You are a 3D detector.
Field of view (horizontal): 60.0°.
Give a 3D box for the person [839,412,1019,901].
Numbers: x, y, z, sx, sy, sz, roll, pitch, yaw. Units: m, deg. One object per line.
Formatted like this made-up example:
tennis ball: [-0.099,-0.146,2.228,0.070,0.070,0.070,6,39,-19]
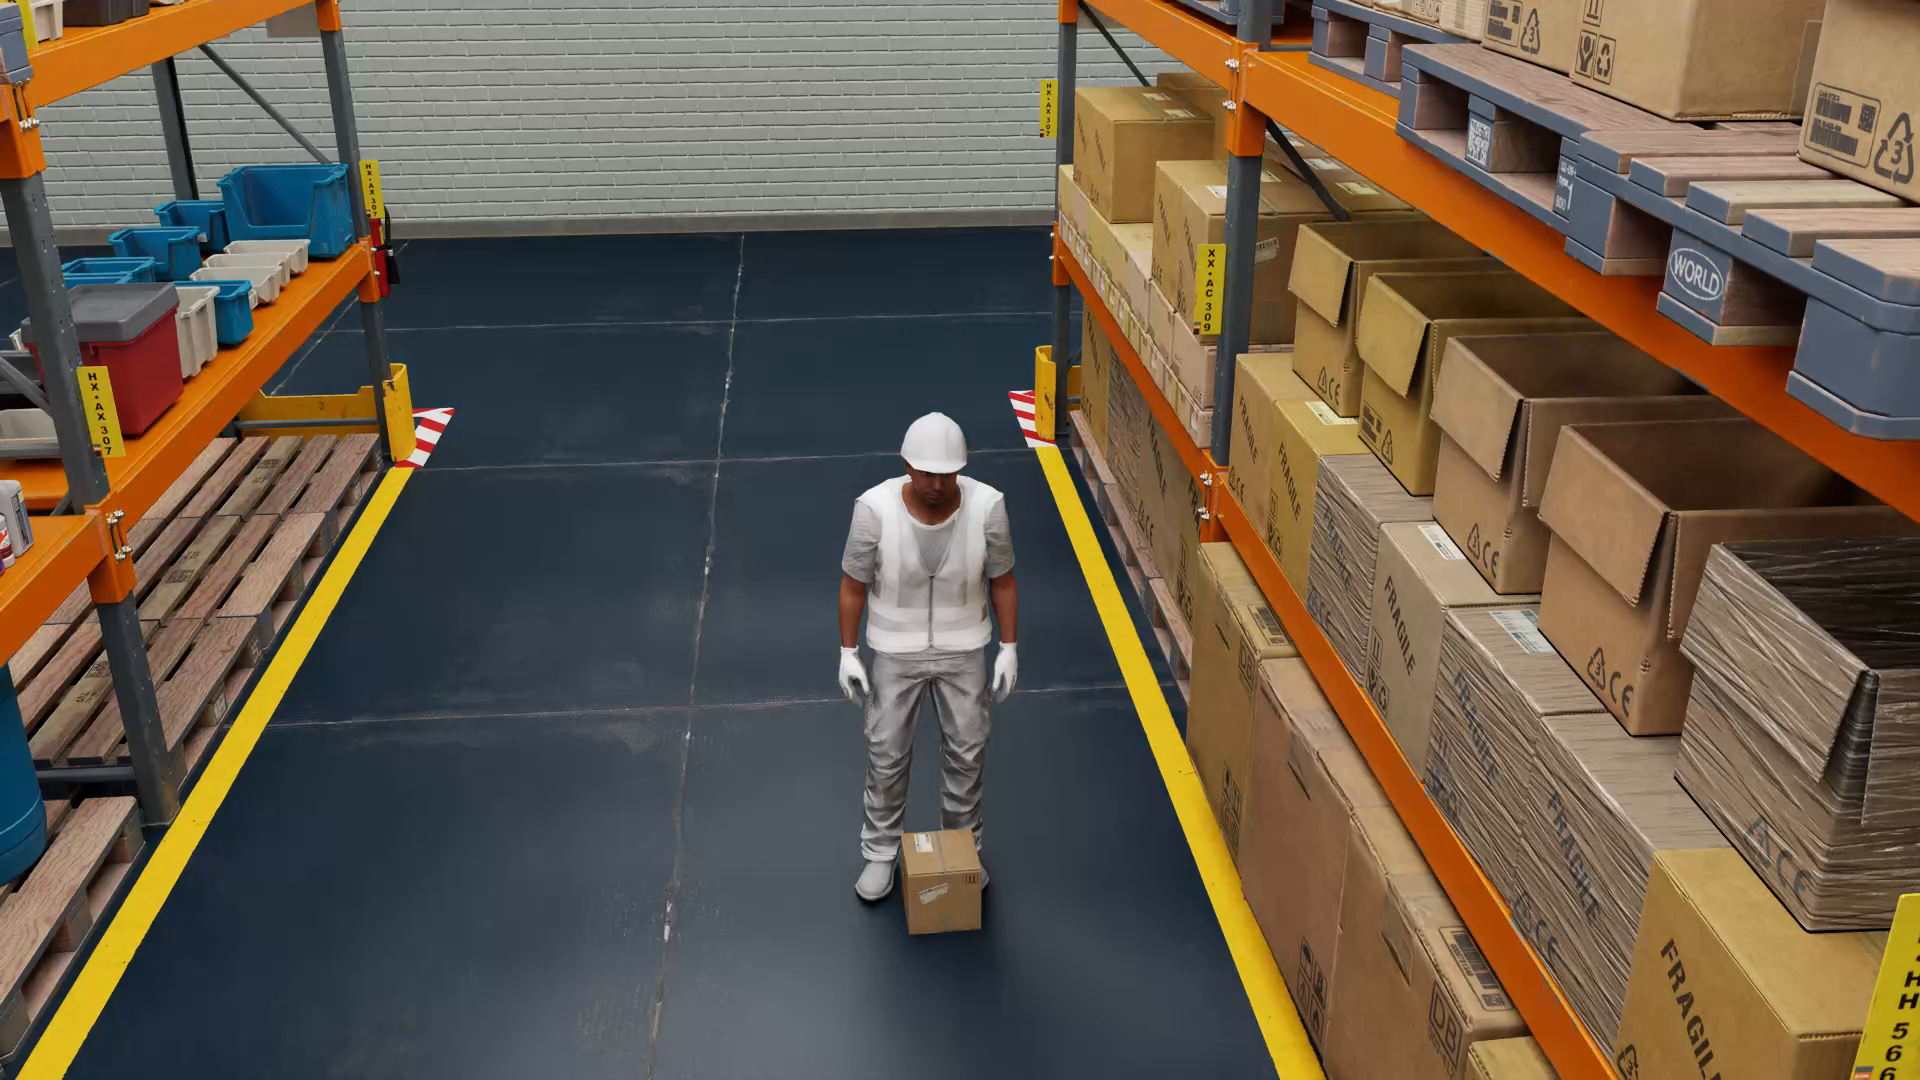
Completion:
person: [-0.107,0.395,5.676,0.619,1.775,0.446,-2,24,-5]
